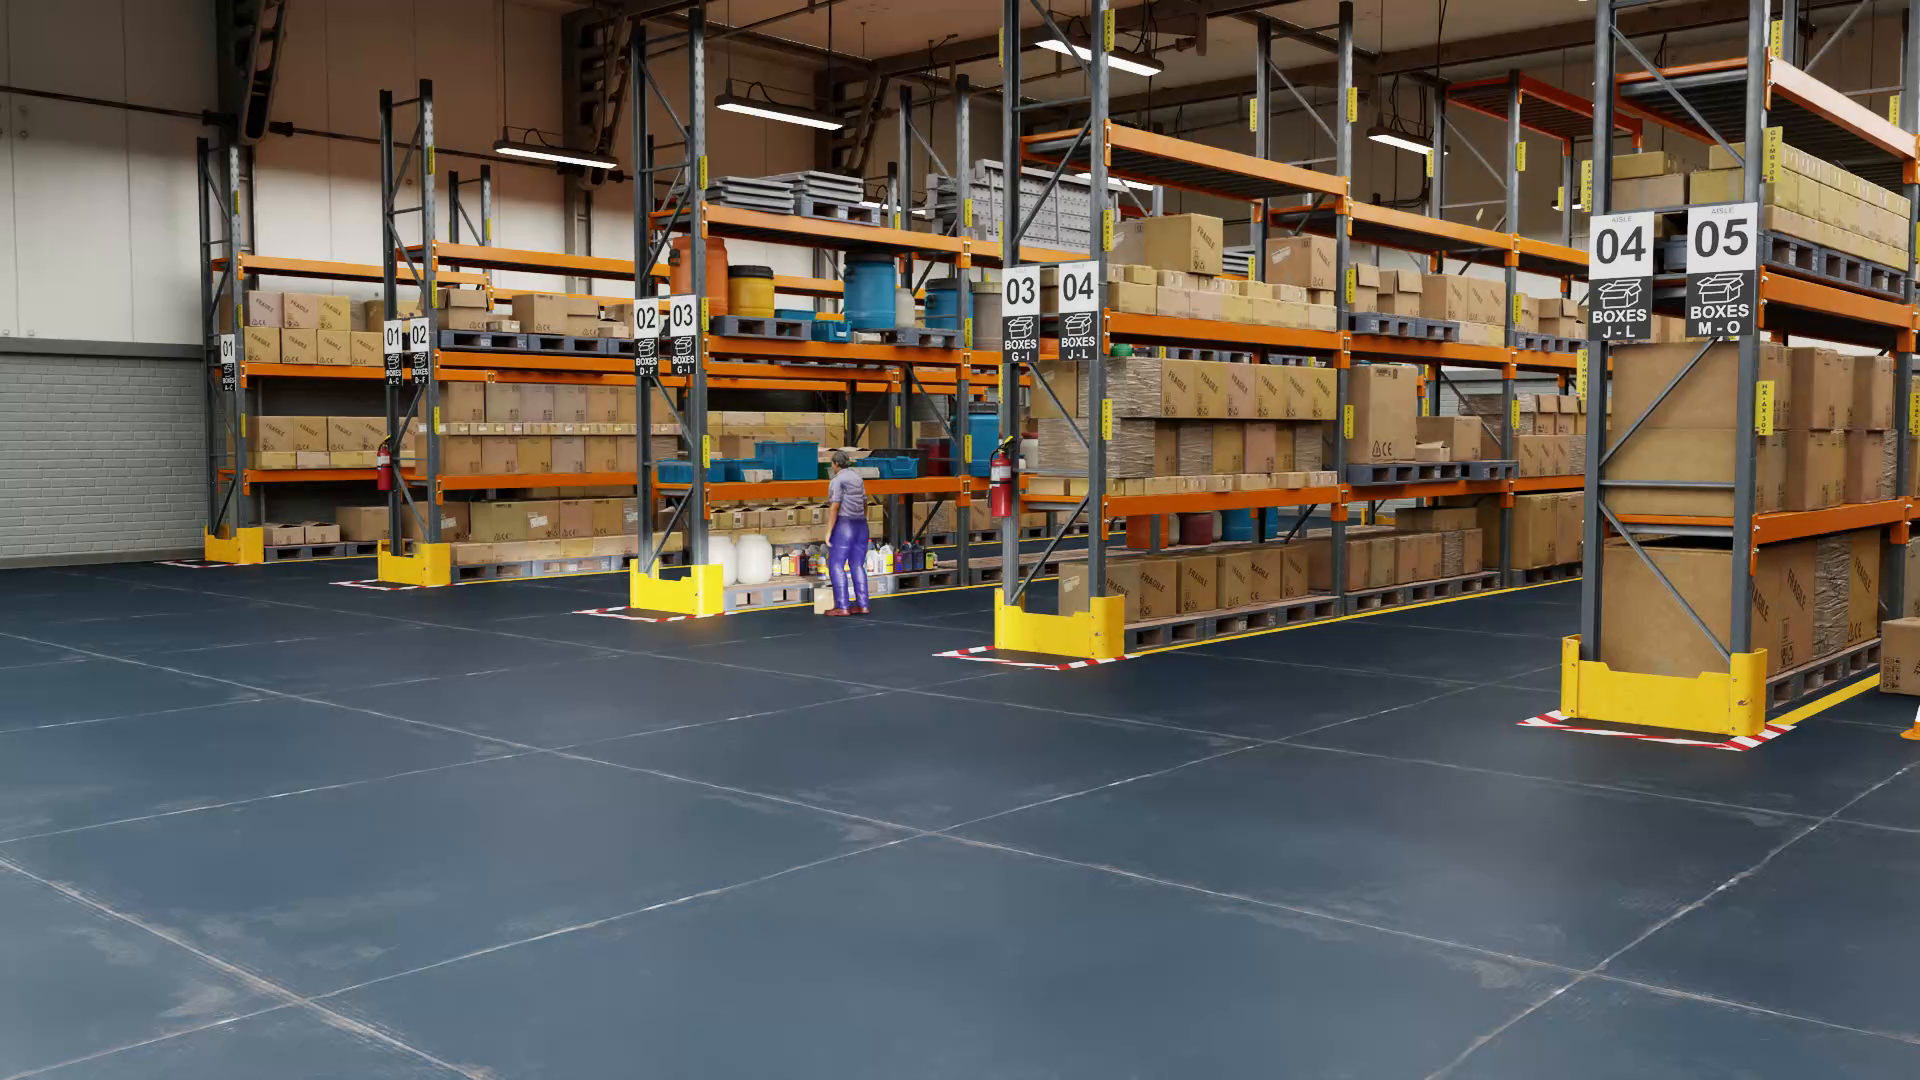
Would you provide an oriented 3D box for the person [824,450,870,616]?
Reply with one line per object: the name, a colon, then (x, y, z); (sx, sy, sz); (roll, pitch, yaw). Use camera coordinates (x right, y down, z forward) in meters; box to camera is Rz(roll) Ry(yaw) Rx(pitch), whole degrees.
person: (-1.124, -0.072, 16.679); (0.366, 1.653, 0.560); (3, 5, 39)
